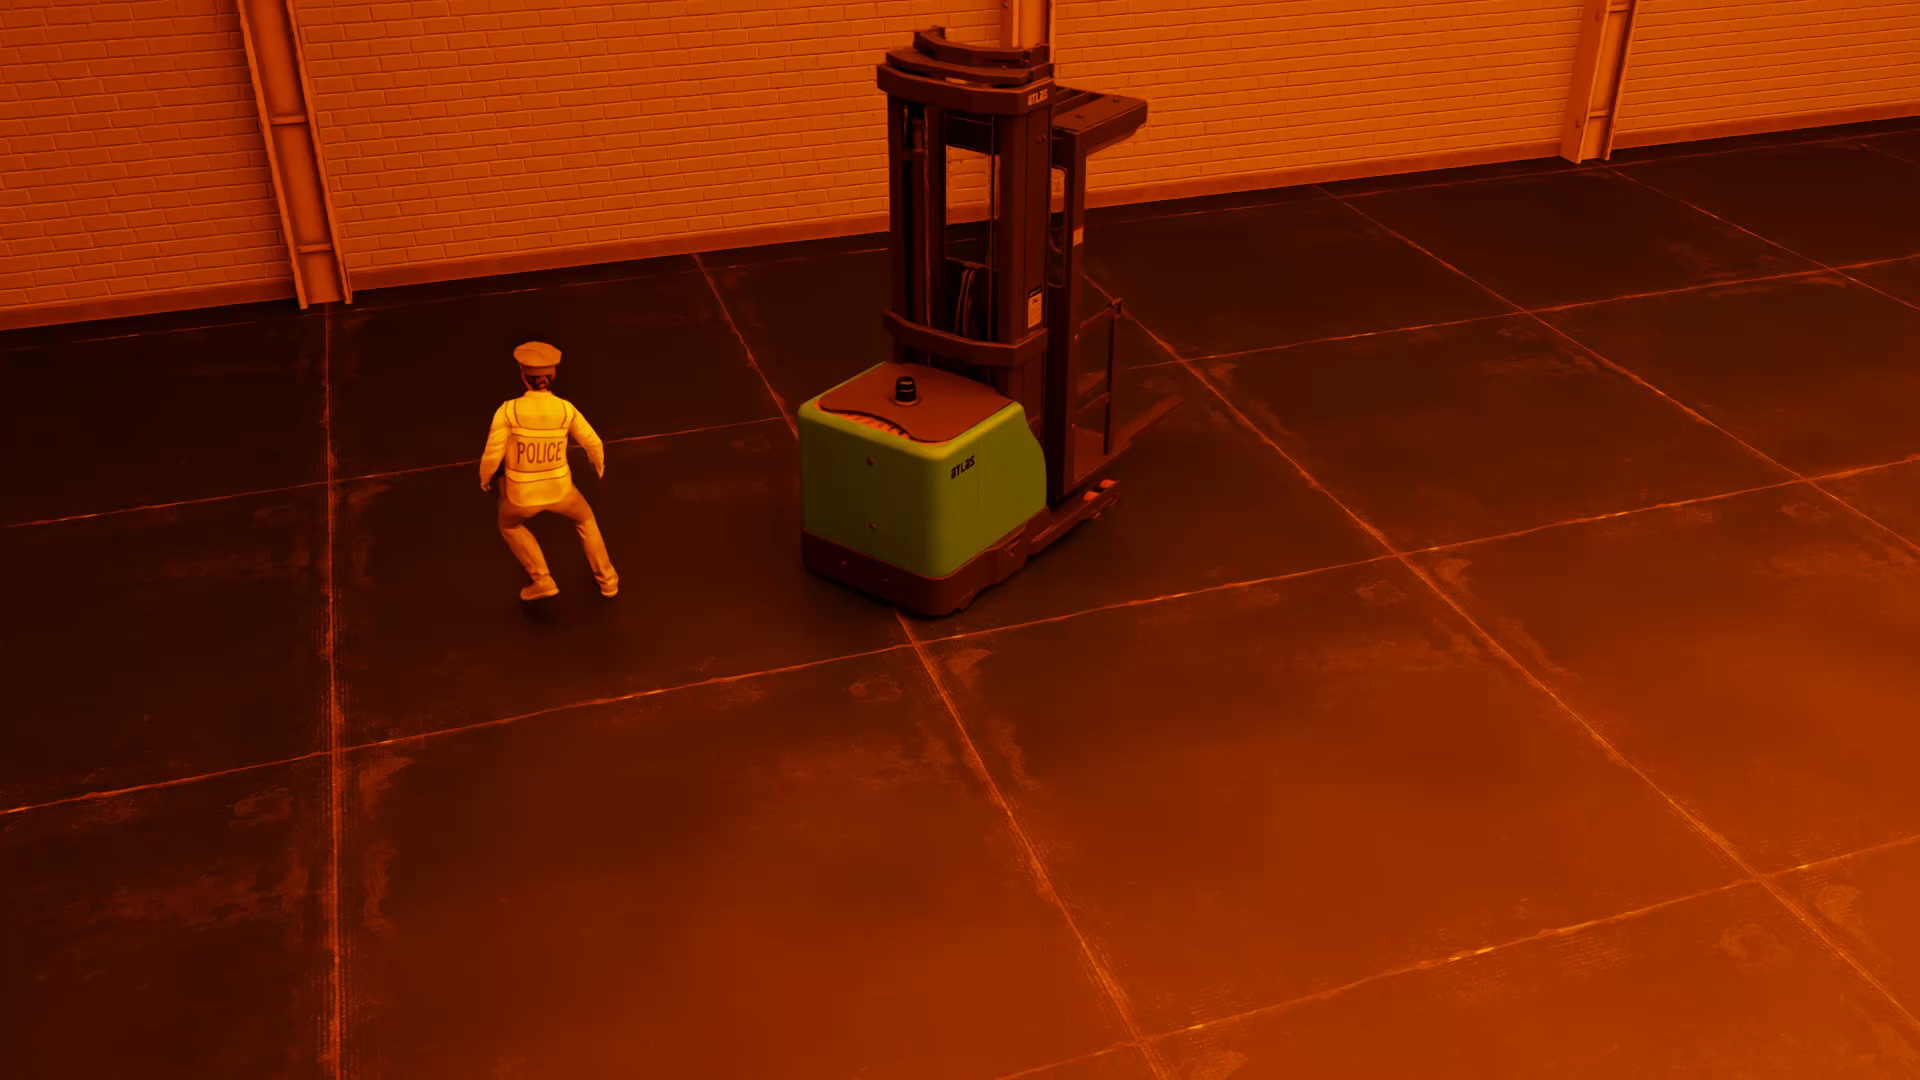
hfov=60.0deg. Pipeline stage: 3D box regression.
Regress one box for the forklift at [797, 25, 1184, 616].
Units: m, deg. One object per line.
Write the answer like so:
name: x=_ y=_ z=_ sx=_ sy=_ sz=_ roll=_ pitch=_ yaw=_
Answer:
forklift: x=0.356 y=-1.532 z=9.749 sx=1.130 sy=2.935 sz=3.031 roll=20 pitch=35 yaw=31

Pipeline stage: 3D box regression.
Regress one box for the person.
person: x=-2.235 y=-0.331 z=9.025 sx=0.698 sy=1.560 sz=0.471 roll=-13 pitch=32 yaw=-21
